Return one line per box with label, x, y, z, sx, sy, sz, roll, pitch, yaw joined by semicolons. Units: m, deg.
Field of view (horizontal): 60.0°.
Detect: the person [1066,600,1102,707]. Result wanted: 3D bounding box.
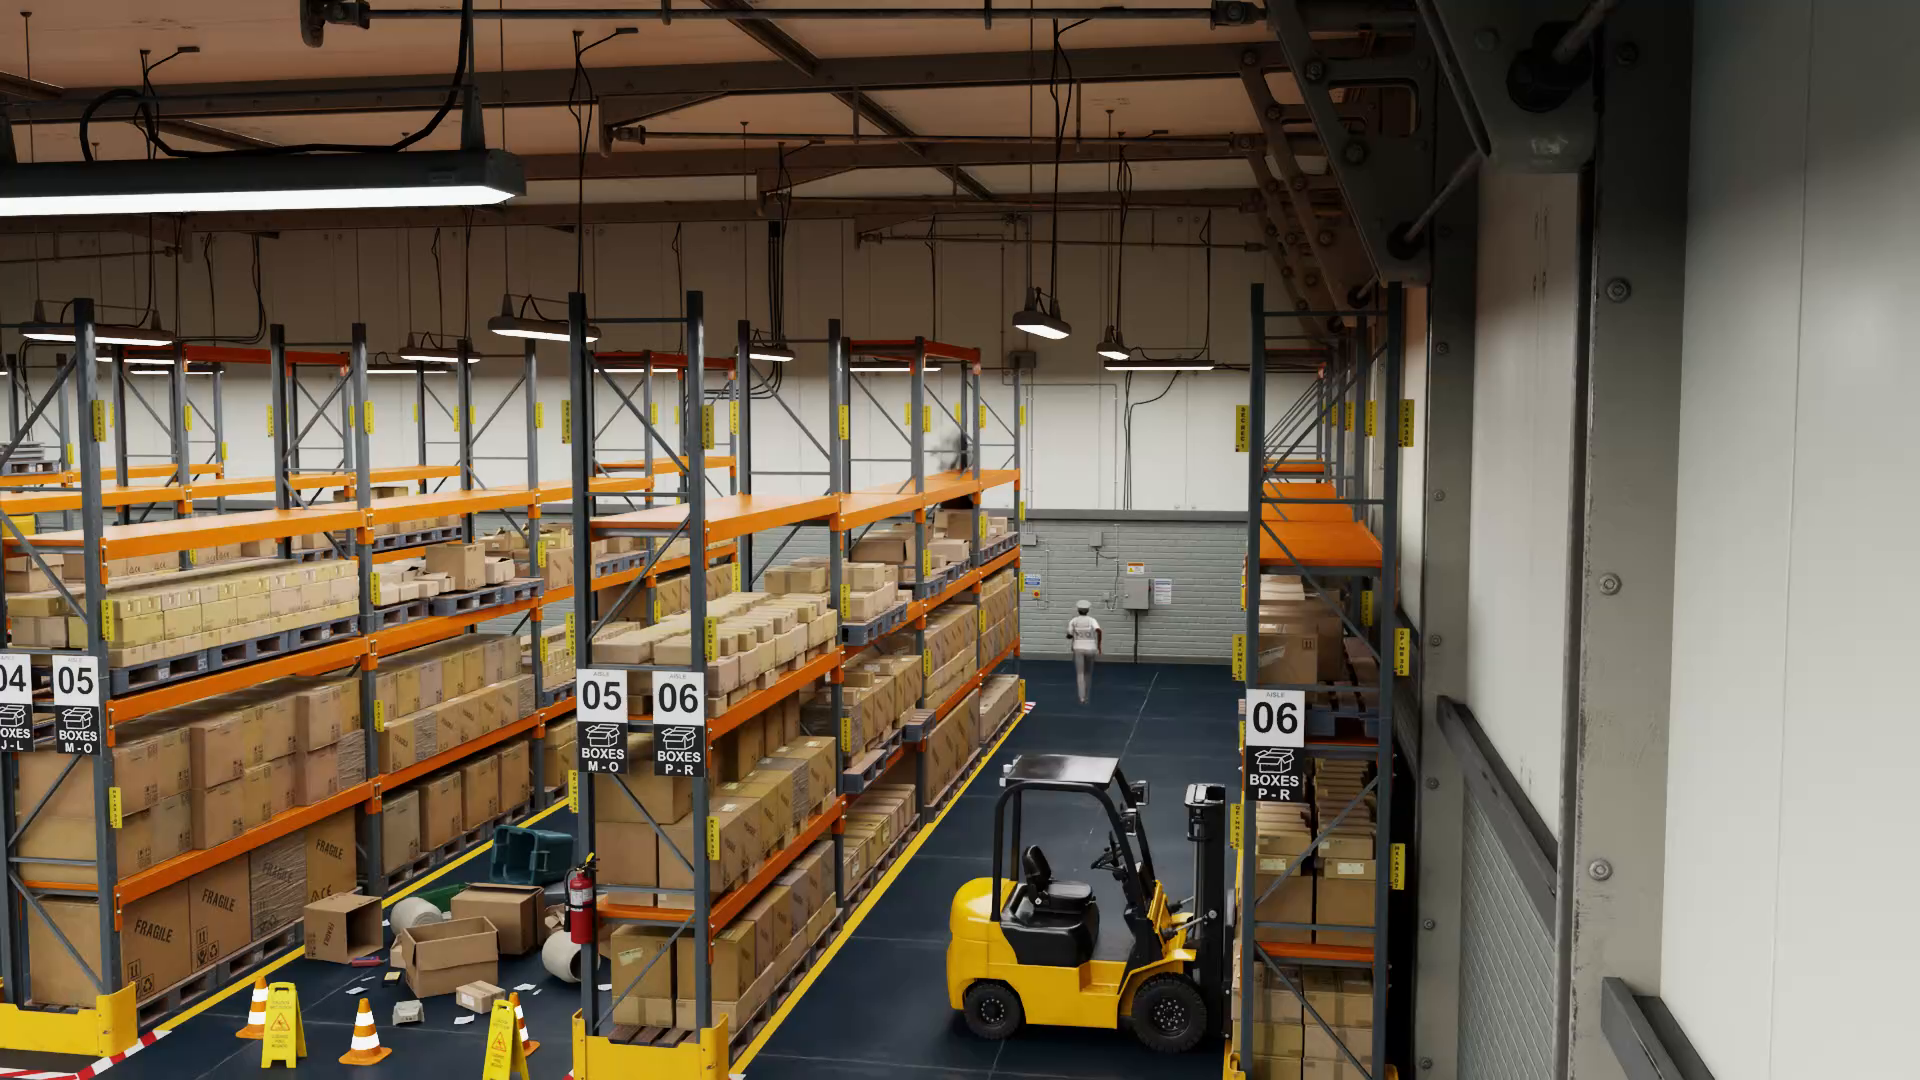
person;2.001;1.856;26.931;0.547;1.758;0.815;0;5;-3
